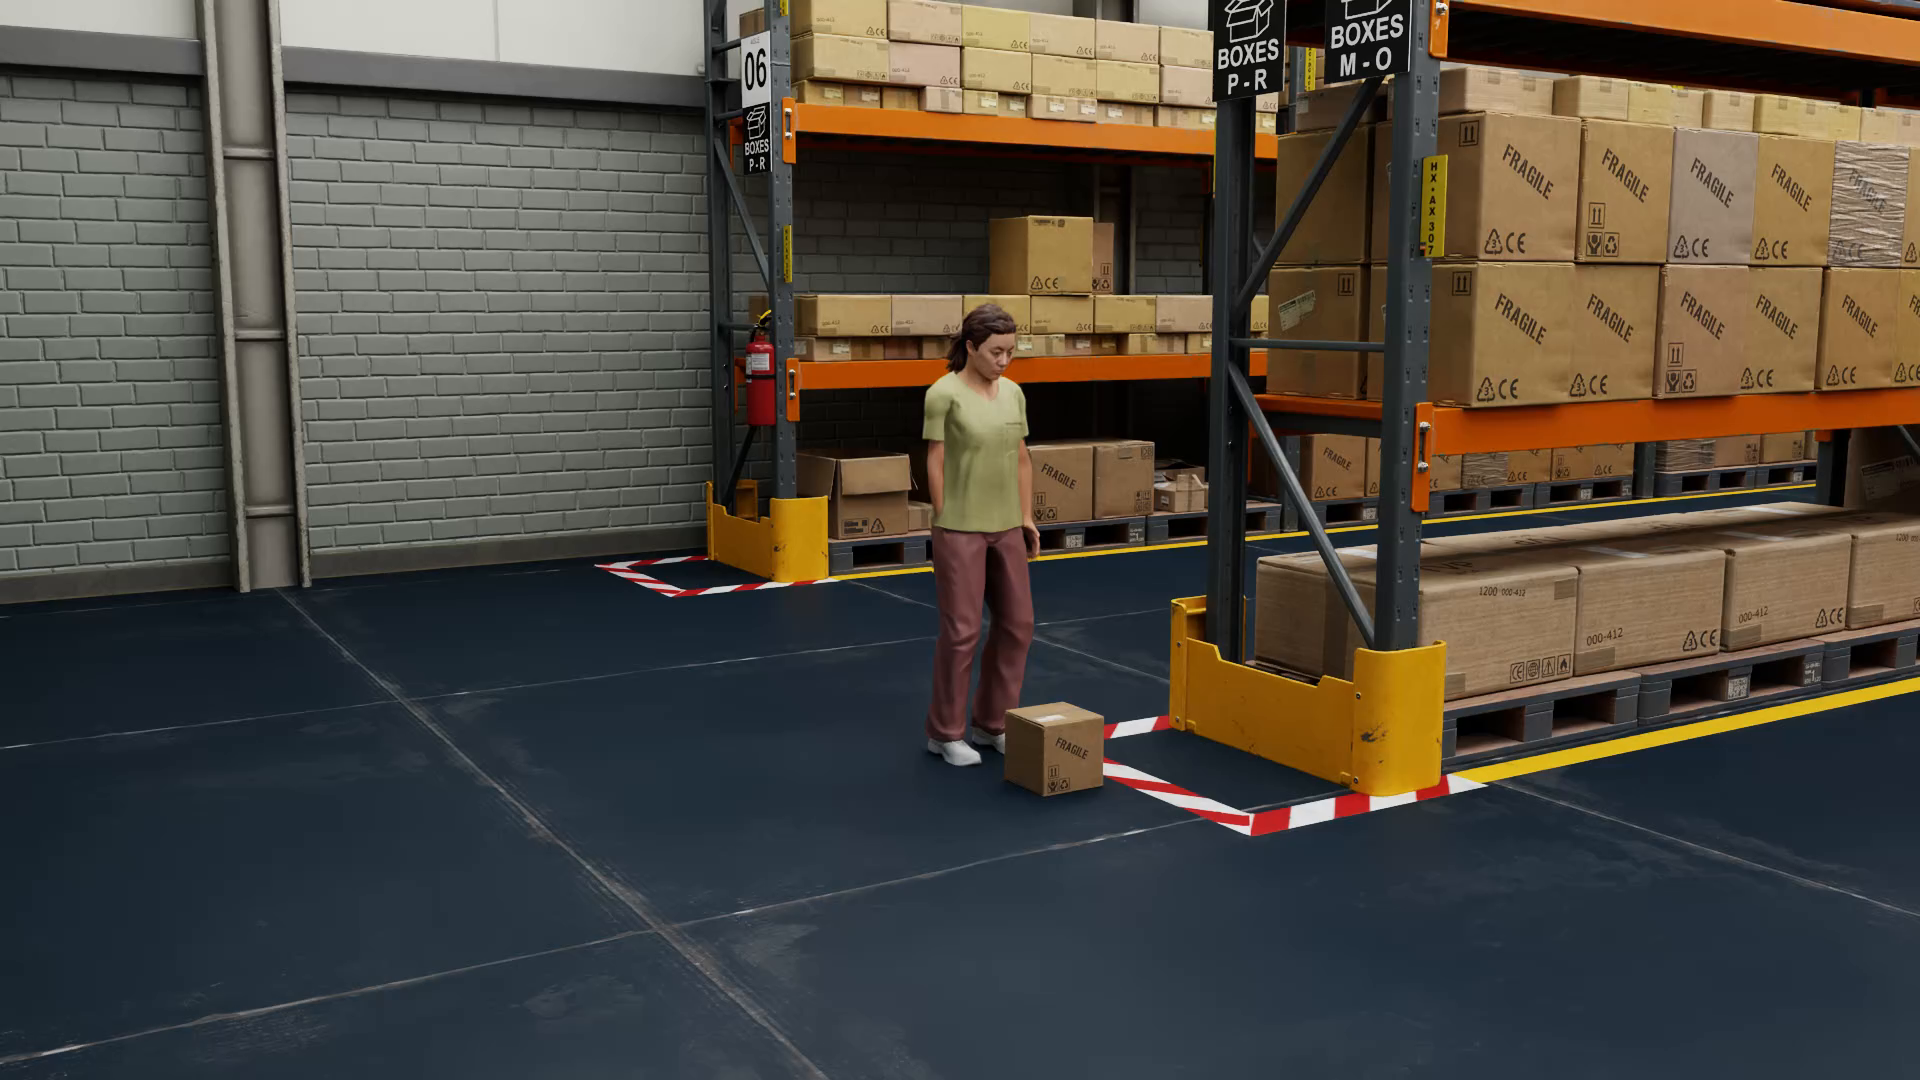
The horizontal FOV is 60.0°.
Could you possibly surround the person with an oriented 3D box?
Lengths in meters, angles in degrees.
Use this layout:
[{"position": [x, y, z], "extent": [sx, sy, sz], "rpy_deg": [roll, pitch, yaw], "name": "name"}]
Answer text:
[{"position": [0.080, -0.028, 6.098], "extent": [0.452, 1.668, 0.358], "rpy_deg": [-5, 10, -32], "name": "person"}]
